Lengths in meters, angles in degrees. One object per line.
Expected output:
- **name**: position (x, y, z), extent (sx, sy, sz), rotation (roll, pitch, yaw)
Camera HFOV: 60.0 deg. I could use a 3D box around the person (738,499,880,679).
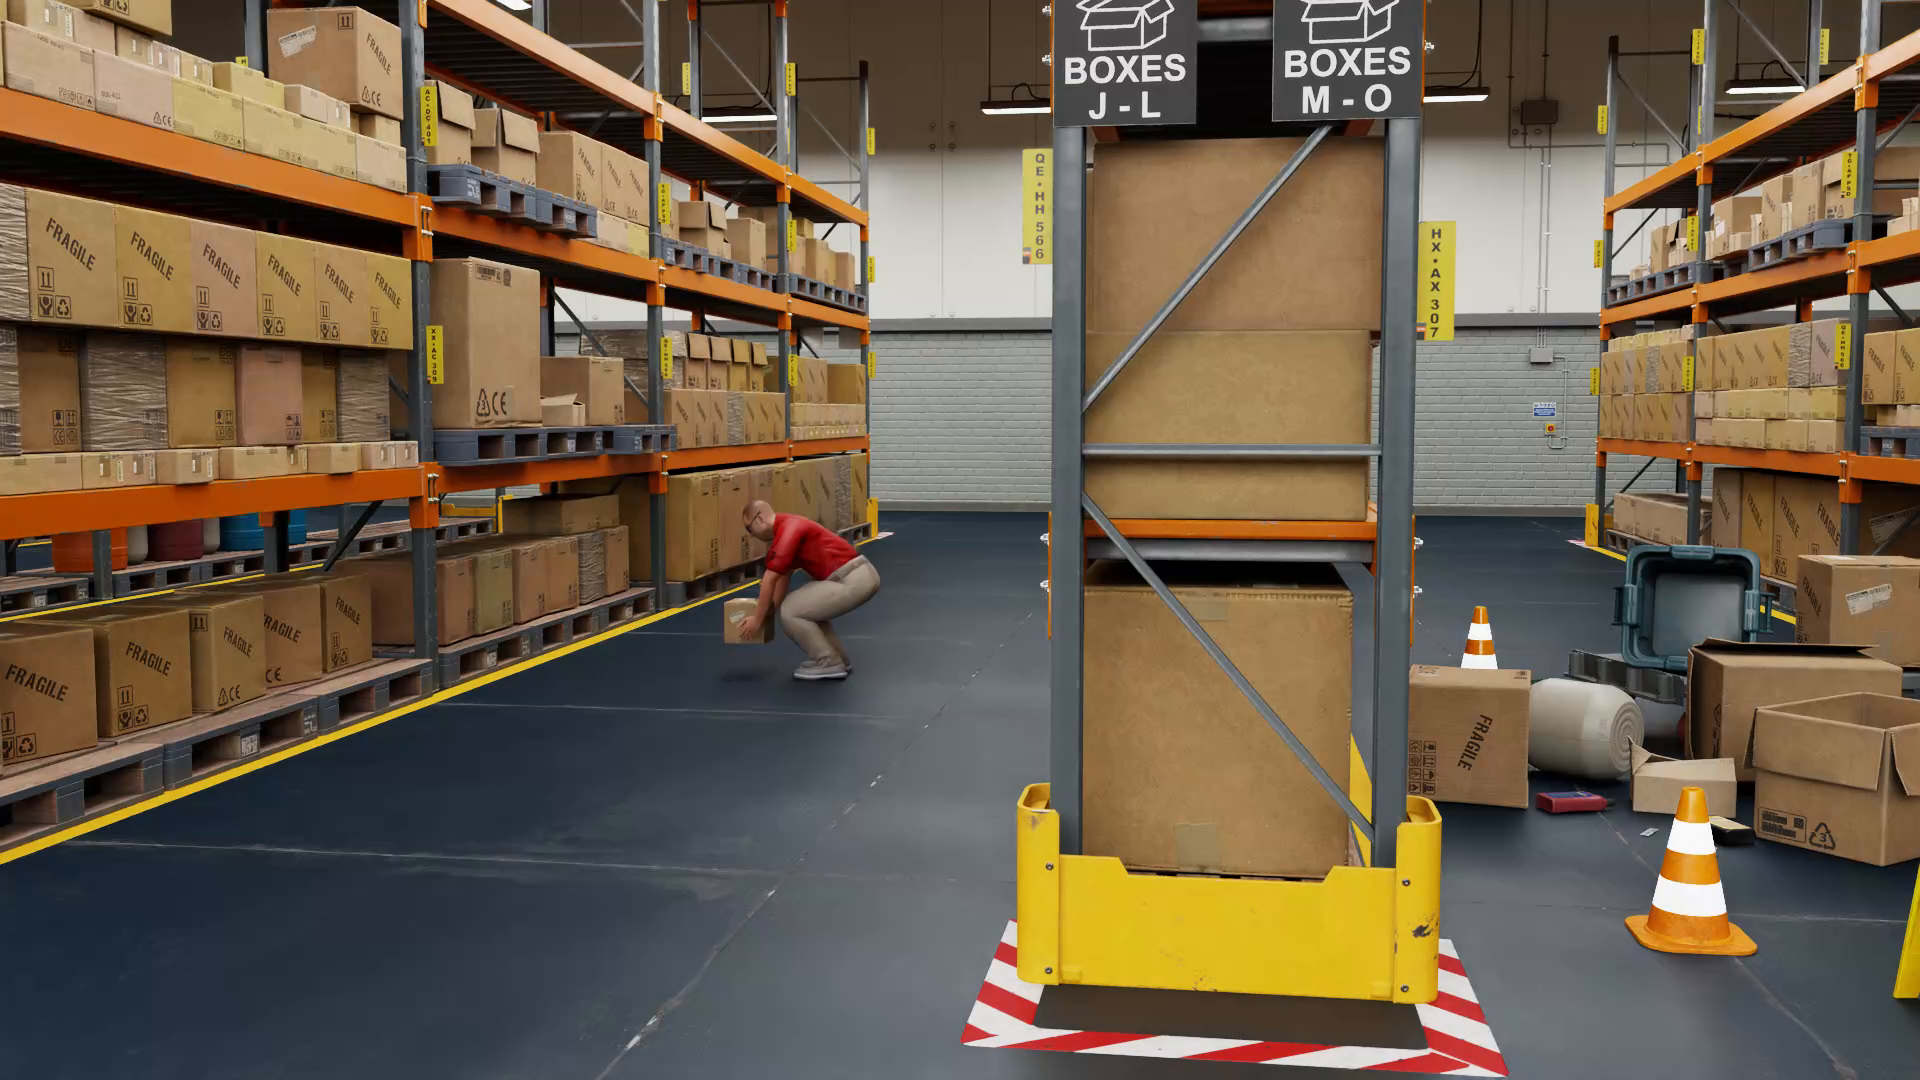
- **person**: position (-0.925, 0.294, 10.150), extent (0.844, 1.085, 0.568), rotation (1, 4, 9)
